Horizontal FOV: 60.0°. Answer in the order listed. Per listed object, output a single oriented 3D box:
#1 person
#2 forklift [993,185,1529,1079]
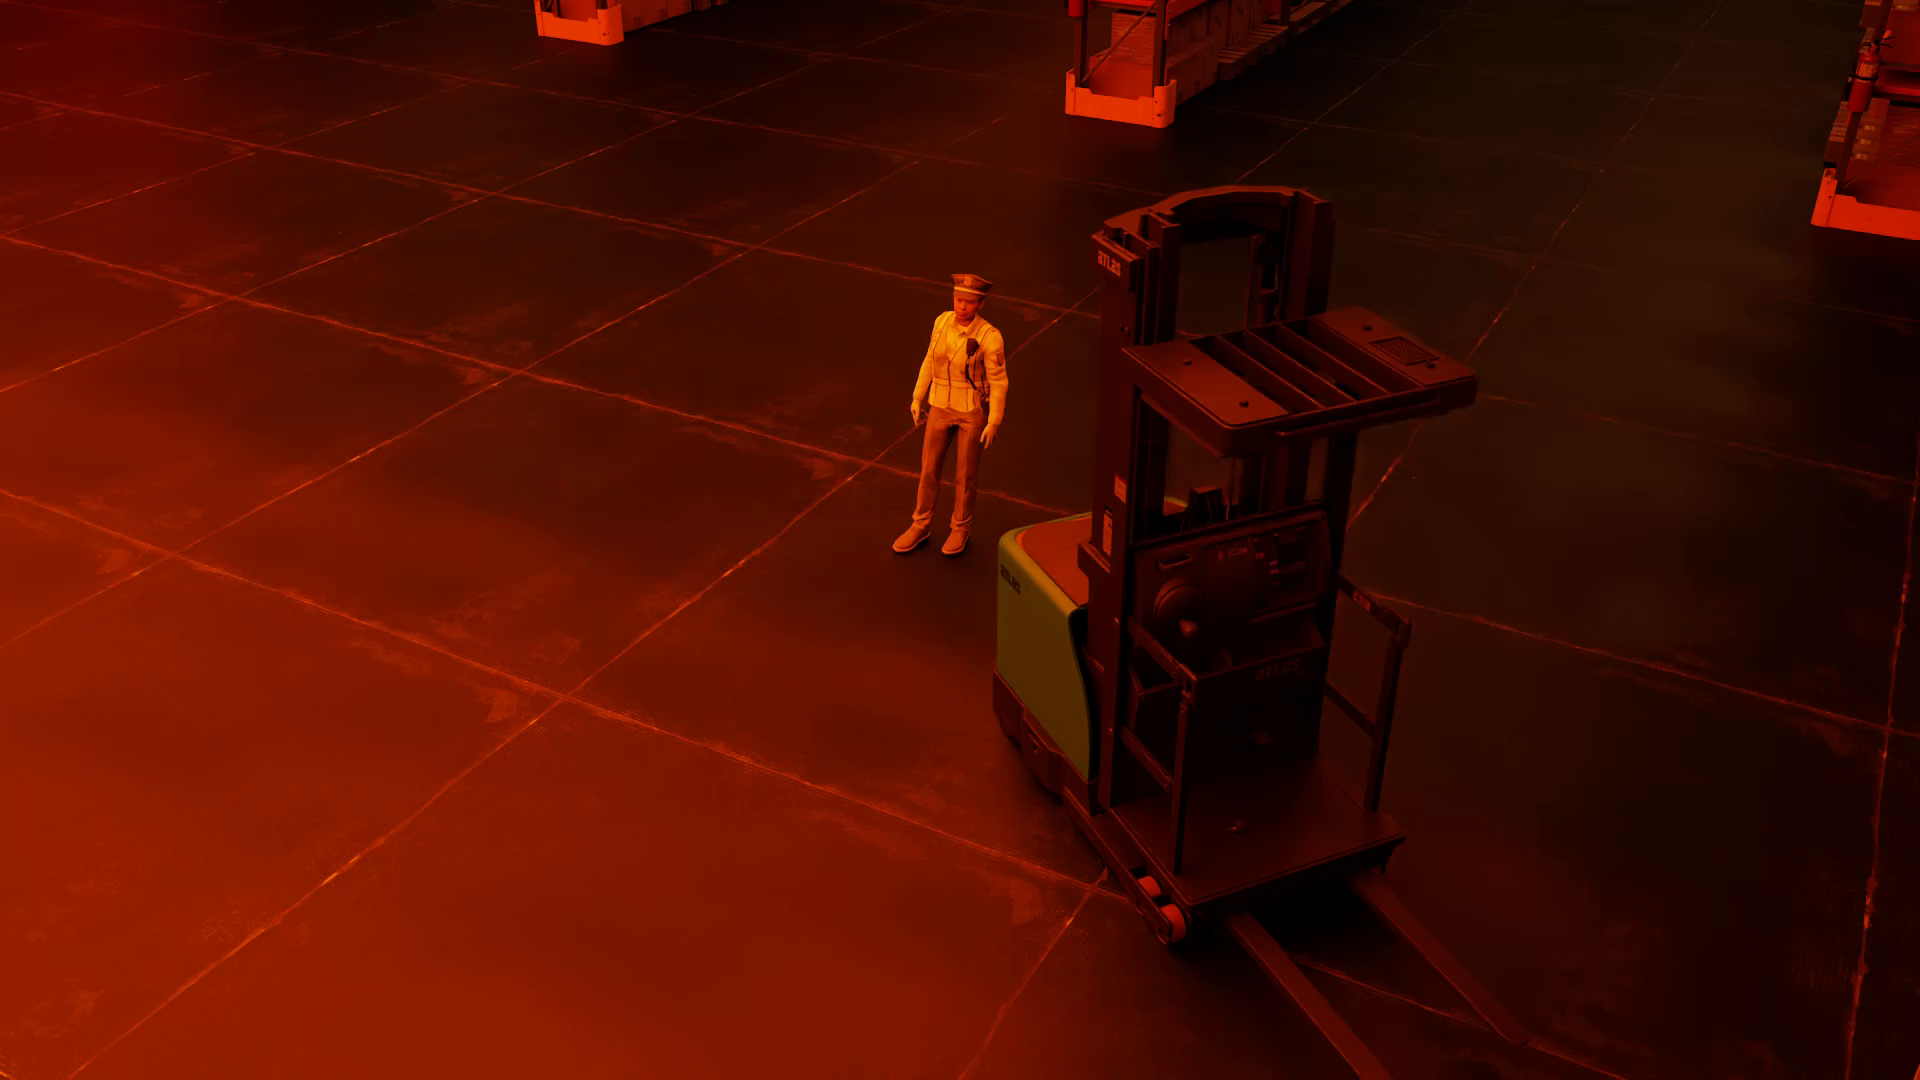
[{"bbox_3d":[-0.039,-0.712,9.527,0.586,1.694,0.532,15,33,25],"label":"person"},{"bbox_3d":[1.228,0.193,6.735,1.130,2.935,3.031,-13,32,-21],"label":"forklift"}]
